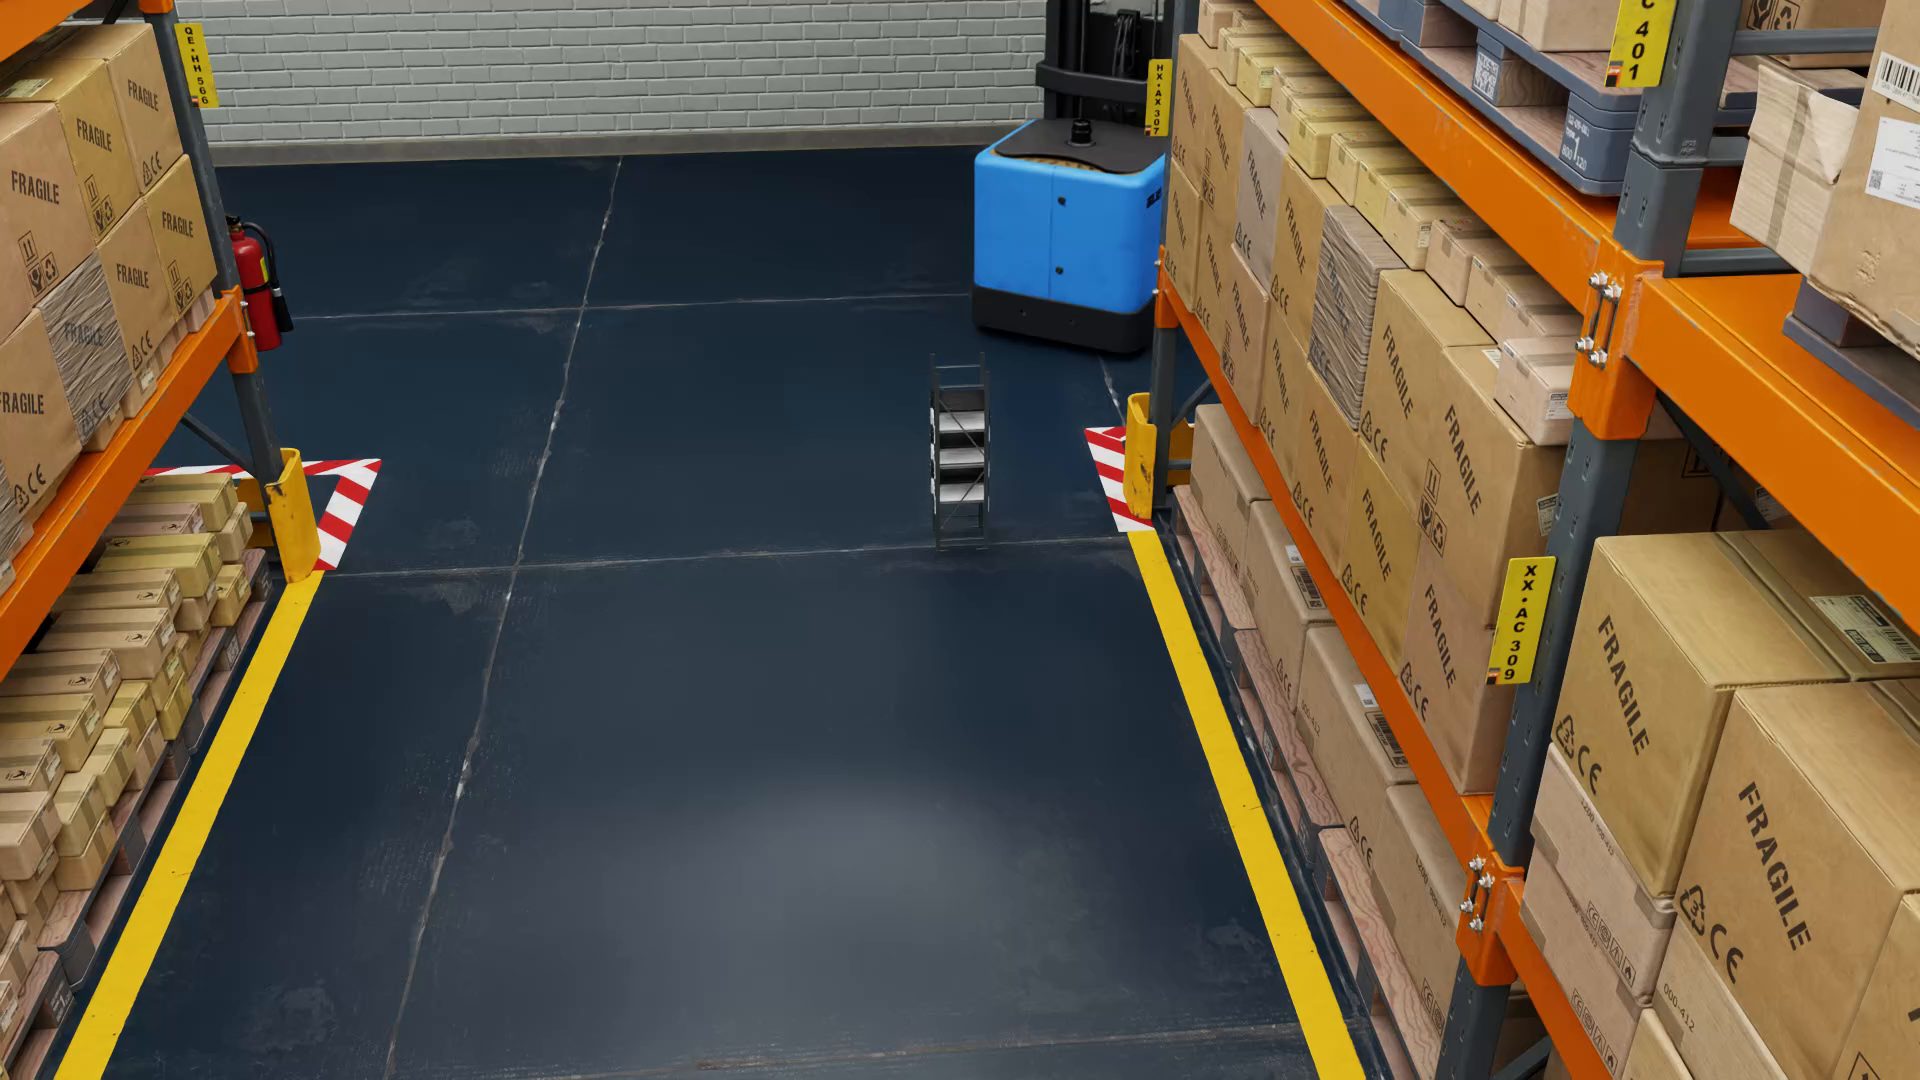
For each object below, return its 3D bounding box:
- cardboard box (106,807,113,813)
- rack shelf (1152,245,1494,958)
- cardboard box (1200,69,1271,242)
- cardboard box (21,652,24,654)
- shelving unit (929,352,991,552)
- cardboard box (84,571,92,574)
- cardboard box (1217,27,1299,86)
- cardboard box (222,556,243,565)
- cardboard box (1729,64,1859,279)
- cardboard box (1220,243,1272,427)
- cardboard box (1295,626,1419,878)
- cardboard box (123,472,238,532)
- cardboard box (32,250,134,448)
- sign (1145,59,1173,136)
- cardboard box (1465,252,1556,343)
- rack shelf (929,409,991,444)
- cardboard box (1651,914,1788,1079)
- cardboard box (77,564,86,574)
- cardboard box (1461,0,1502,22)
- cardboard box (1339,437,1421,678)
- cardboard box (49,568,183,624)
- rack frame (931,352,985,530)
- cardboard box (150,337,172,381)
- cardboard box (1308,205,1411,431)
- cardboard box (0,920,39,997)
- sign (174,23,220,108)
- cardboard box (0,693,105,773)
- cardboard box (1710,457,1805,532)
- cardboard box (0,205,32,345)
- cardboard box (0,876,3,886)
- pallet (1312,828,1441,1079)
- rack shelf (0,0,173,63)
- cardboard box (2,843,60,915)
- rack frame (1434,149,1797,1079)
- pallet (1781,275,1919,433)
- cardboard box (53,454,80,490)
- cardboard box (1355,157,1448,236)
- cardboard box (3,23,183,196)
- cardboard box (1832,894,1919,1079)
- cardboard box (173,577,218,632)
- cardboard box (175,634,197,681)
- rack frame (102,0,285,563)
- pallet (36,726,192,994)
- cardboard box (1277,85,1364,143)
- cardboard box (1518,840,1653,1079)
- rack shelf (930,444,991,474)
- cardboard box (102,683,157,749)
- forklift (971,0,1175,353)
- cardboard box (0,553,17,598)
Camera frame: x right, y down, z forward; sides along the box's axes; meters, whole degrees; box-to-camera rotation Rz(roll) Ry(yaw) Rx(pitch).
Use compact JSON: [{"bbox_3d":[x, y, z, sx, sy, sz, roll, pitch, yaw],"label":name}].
[{"bbox_3d":[-3.129,0.896,5.695,0.380,0.149,0.250,-2,31,-3],"label":"cardboard box"},{"bbox_3d":[1.580,-0.156,5.788,1.077,0.370,4.000,-3,31,-5],"label":"rack shelf"},{"bbox_3d":[1.209,-1.436,6.156,0.500,0.500,0.500,-4,31,-6],"label":"cardboard box"},{"bbox_3d":[-3.617,0.529,6.020,0.380,0.149,0.250,-4,31,-7],"label":"cardboard box"},{"bbox_3d":[-0.001,-0.390,7.526,0.258,0.900,0.210,-3,31,-5],"label":"shelving unit"},{"bbox_3d":[-3.690,0.259,6.762,0.380,0.149,0.250,-3,31,-5],"label":"cardboard box"},{"bbox_3d":[1.156,-1.774,6.089,0.380,0.149,0.250,-2,31,-3],"label":"cardboard box"},{"bbox_3d":[-3.269,0.105,7.019,0.380,0.149,0.250,-2,31,-4],"label":"cardboard box"},{"bbox_3d":[1.465,-0.582,2.595,0.396,0.266,0.258,-3,31,-5],"label":"cardboard box"},{"bbox_3d":[1.256,-0.753,5.987,0.500,0.500,0.500,-3,31,-5],"label":"cardboard box"},{"bbox_3d":[1.730,0.693,5.753,0.875,0.438,0.875,-4,31,-6],"label":"cardboard box"},{"bbox_3d":[-3.224,-0.151,6.868,0.380,0.149,0.250,-2,31,-4],"label":"cardboard box"},{"bbox_3d":[-3.128,-0.629,5.491,0.500,0.500,0.500,-3,31,-4],"label":"cardboard box"},{"bbox_3d":[0.840,-1.868,7.031,0.100,0.325,0.005,-3,31,-5],"label":"sign"},{"bbox_3d":[1.491,-0.604,4.131,0.380,0.149,0.250,-3,31,-5],"label":"cardboard box"},{"bbox_3d":[-0.001,-0.516,7.451,0.258,0.077,0.200,-3,31,-5],"label":"rack shelf"},{"bbox_3d":[1.603,0.909,2.962,0.500,0.250,0.500,-2,31,-4],"label":"cardboard box"},{"bbox_3d":[-3.763,0.141,6.669,0.380,0.149,0.250,-3,31,-5],"label":"cardboard box"},{"bbox_3d":[1.363,-1.293,3.802,0.380,0.149,0.250,-2,31,-3],"label":"cardboard box"},{"bbox_3d":[1.415,0.026,4.683,0.500,0.500,0.500,-3,31,-6],"label":"cardboard box"},{"bbox_3d":[-3.146,0.242,6.211,0.380,0.149,0.250,-4,31,-7],"label":"cardboard box"},{"bbox_3d":[-0.010,-0.442,7.613,0.240,0.900,0.006,-3,31,-5],"label":"rack frame"},{"bbox_3d":[-3.190,-0.680,6.209,0.380,0.149,0.250,-3,31,-5],"label":"cardboard box"},{"bbox_3d":[1.351,-0.662,4.861,0.500,0.500,0.500,-2,31,-4],"label":"cardboard box"},{"bbox_3d":[-3.040,1.300,5.019,0.380,0.149,0.250,-3,31,-6],"label":"cardboard box"},{"bbox_3d":[-2.972,-1.846,6.479,0.100,0.325,0.005,-3,31,-5],"label":"sign"},{"bbox_3d":[-3.099,0.648,5.530,0.380,0.149,0.250,-3,31,-4],"label":"cardboard box"},{"bbox_3d":[1.963,-0.171,4.038,0.500,0.500,0.500,-3,31,-4],"label":"cardboard box"},{"bbox_3d":[-3.078,-0.782,4.771,0.500,0.500,0.500,-4,31,-6],"label":"cardboard box"},{"bbox_3d":[-3.065,1.045,4.866,0.380,0.149,0.250,-4,31,-6],"label":"cardboard box"},{"bbox_3d":[1.773,1.361,5.265,1.003,0.211,1.213,-3,31,-5],"label":"pallet"},{"bbox_3d":[-3.339,-1.155,4.535,1.077,0.370,4.000,-3,31,-5],"label":"rack shelf"},{"bbox_3d":[-3.064,1.033,5.175,0.380,0.149,0.250,-1,31,-2],"label":"cardboard box"},{"bbox_3d":[1.766,0.556,3.894,1.000,3.000,0.127,-3,31,-5],"label":"rack frame"},{"bbox_3d":[1.901,-0.184,2.394,0.805,0.209,1.217,-4,31,-7],"label":"pallet"},{"bbox_3d":[-3.182,-0.275,5.529,0.380,0.149,0.250,-4,31,-7],"label":"cardboard box"},{"bbox_3d":[1.364,-0.992,4.781,0.380,0.149,0.250,-3,31,-6],"label":"cardboard box"},{"bbox_3d":[-3.236,-1.575,6.100,0.500,0.500,0.500,-3,31,-6],"label":"cardboard box"},{"bbox_3d":[1.641,0.837,2.351,0.500,0.500,0.500,-3,31,-6],"label":"cardboard box"},{"bbox_3d":[-3.142,0.240,6.504,0.380,0.149,0.250,-4,31,-7],"label":"cardboard box"},{"bbox_3d":[-3.170,0.496,6.365,0.380,0.149,0.250,-2,31,-4],"label":"cardboard box"},{"bbox_3d":[-3.526,-1.197,6.829,1.000,3.000,0.127,-3,31,-5],"label":"rack frame"},{"bbox_3d":[-3.368,1.077,5.742,1.003,0.211,1.213,-3,31,-5],"label":"pallet"},{"bbox_3d":[1.257,-1.379,5.429,0.380,0.149,0.250,-2,31,-4],"label":"cardboard box"},{"bbox_3d":[1.545,0.858,3.535,0.500,0.250,0.500,-3,31,-6],"label":"cardboard box"},{"bbox_3d":[-0.001,-0.362,7.543,0.258,0.077,0.200,-3,31,-5],"label":"rack shelf"},{"bbox_3d":[-3.076,0.635,5.842,0.380,0.149,0.250,-1,31,-2],"label":"cardboard box"},{"bbox_3d":[1.176,-3.044,9.988,1.130,2.935,3.031,14,34,23],"label":"forklift"},{"bbox_3d":[-3.025,0.123,4.865,0.380,0.149,0.250,-1,31,-2],"label":"cardboard box"}]
